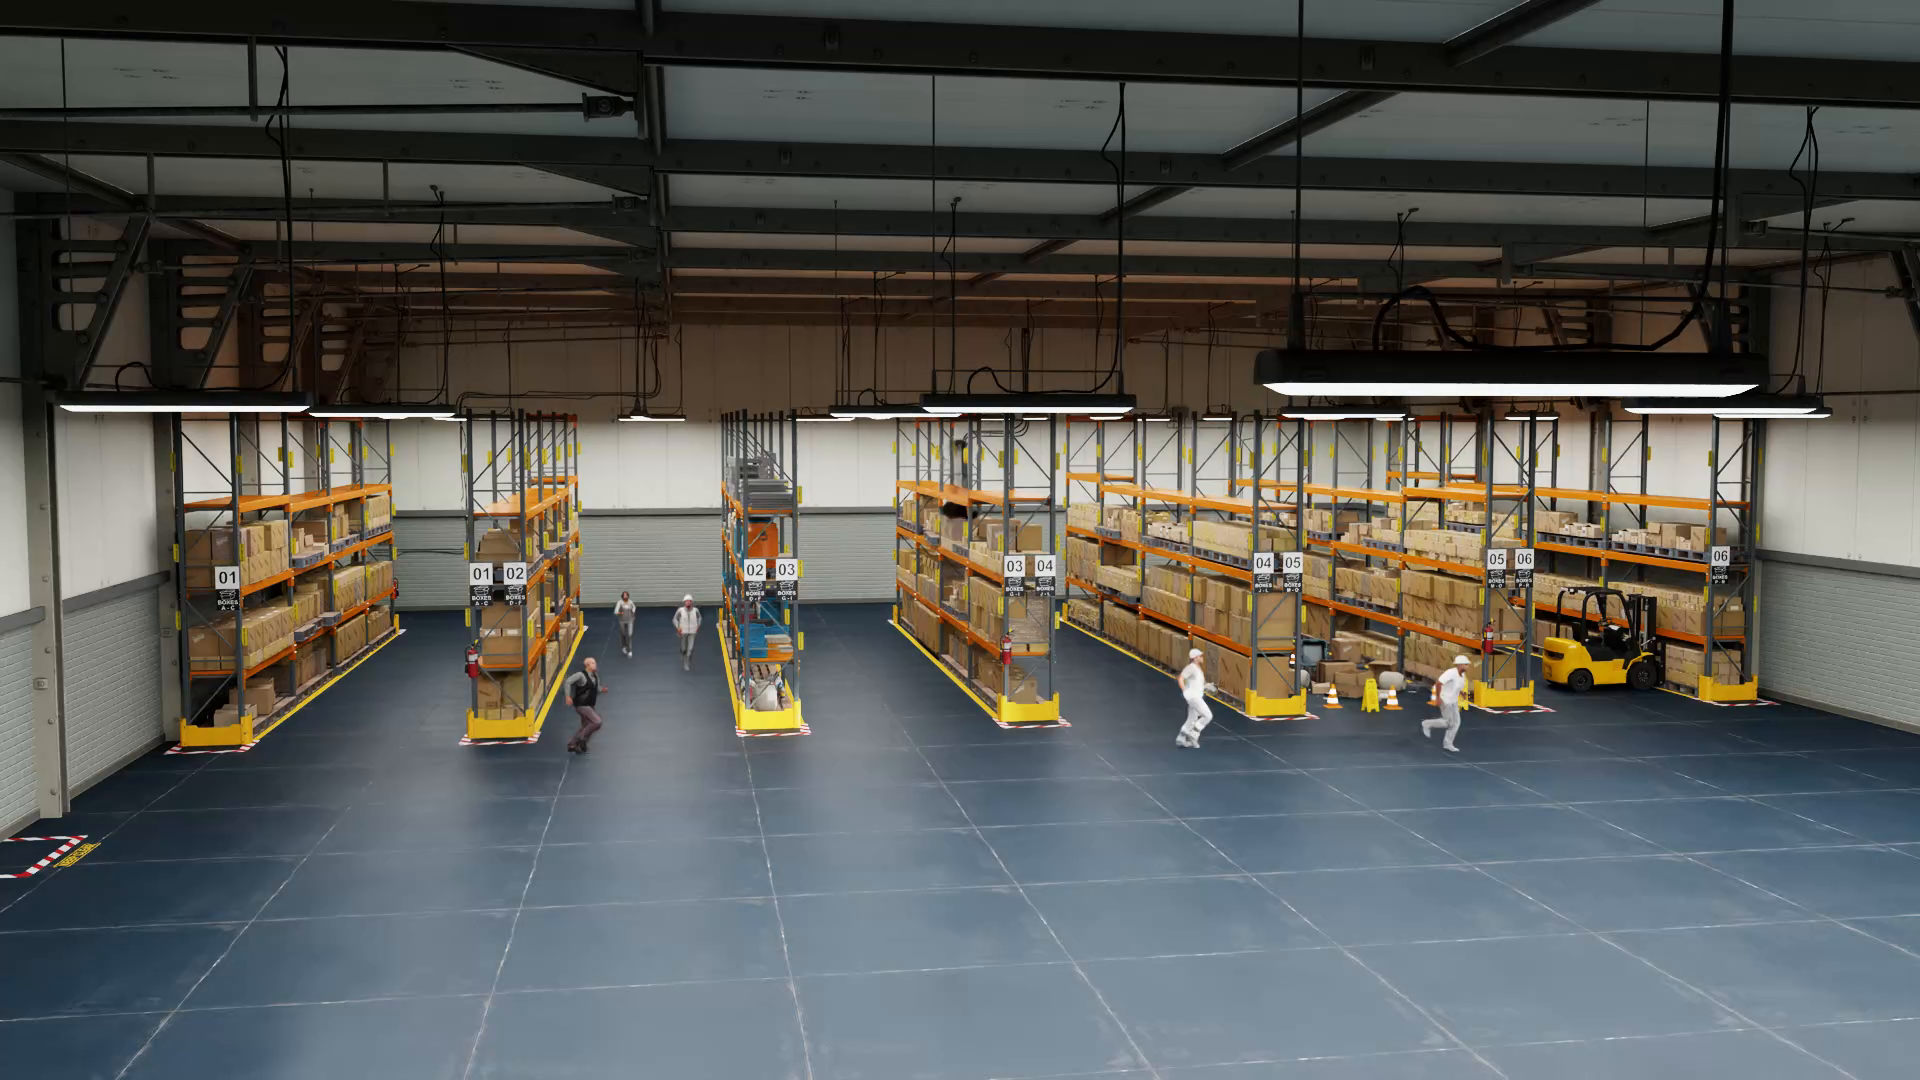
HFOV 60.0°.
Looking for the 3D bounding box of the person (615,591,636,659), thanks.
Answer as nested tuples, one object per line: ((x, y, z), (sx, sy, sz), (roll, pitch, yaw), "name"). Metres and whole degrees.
((-8.202, 2.071, 40.796), (0.541, 1.581, 0.868), (-1, 4, -17), "person")

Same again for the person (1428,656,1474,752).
((8.635, 2.860, 29.224), (0.791, 1.690, 0.694), (3, 5, 36), "person")

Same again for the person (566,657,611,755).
((-6.408, 2.861, 28.682), (0.796, 1.684, 0.686), (1, 4, 17), "person")

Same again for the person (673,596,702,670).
((-6.360, 2.158, 38.876), (0.677, 1.735, 0.581), (-1, 4, -16), "person")

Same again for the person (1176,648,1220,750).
((4.187, 2.794, 29.306), (0.749, 1.775, 0.657), (1, 4, 17), "person")
